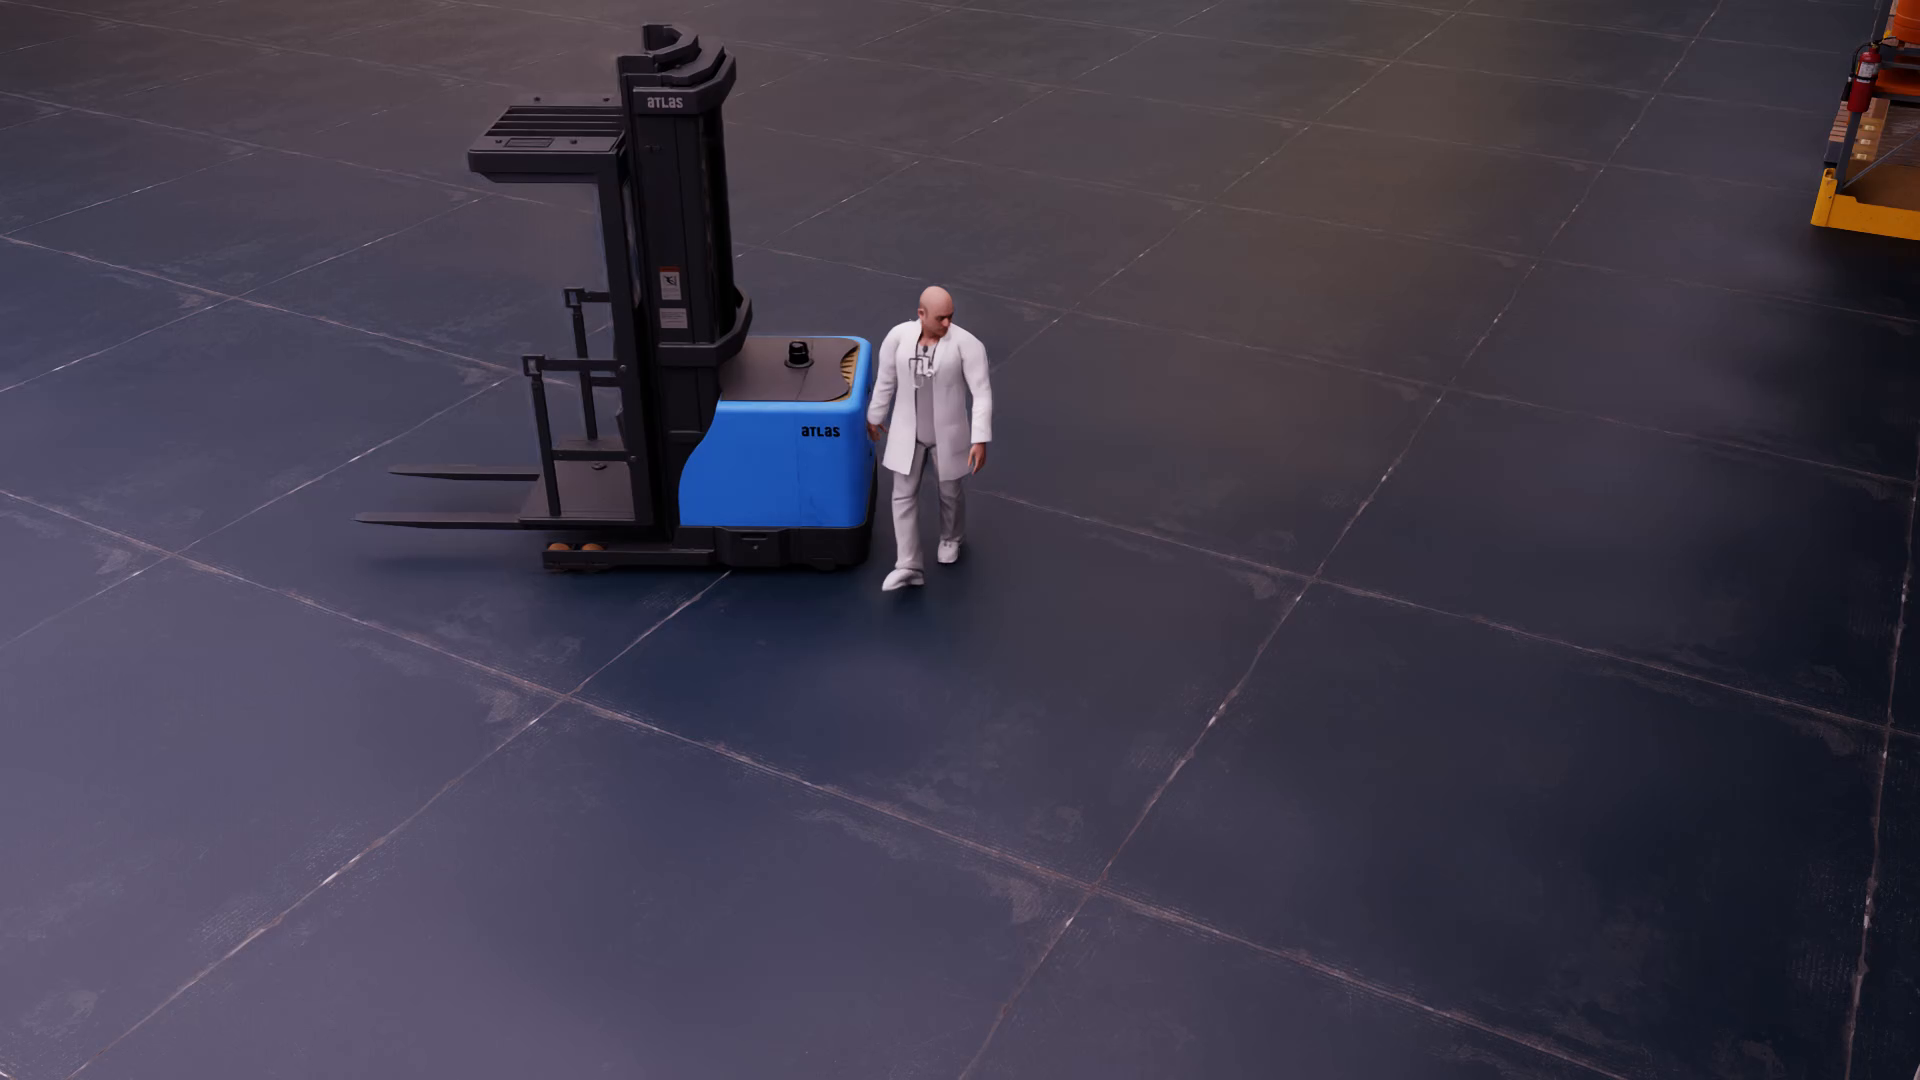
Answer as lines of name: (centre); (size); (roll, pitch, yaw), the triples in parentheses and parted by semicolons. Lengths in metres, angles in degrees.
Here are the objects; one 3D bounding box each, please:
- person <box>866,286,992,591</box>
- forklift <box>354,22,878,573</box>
person: (-0.189, -0.559, 9.238); (0.783, 1.741, 0.919); (6, 31, 11)
forklift: (-2.040, -1.344, 9.399); (3.031, 2.935, 1.130); (1, 30, 1)
